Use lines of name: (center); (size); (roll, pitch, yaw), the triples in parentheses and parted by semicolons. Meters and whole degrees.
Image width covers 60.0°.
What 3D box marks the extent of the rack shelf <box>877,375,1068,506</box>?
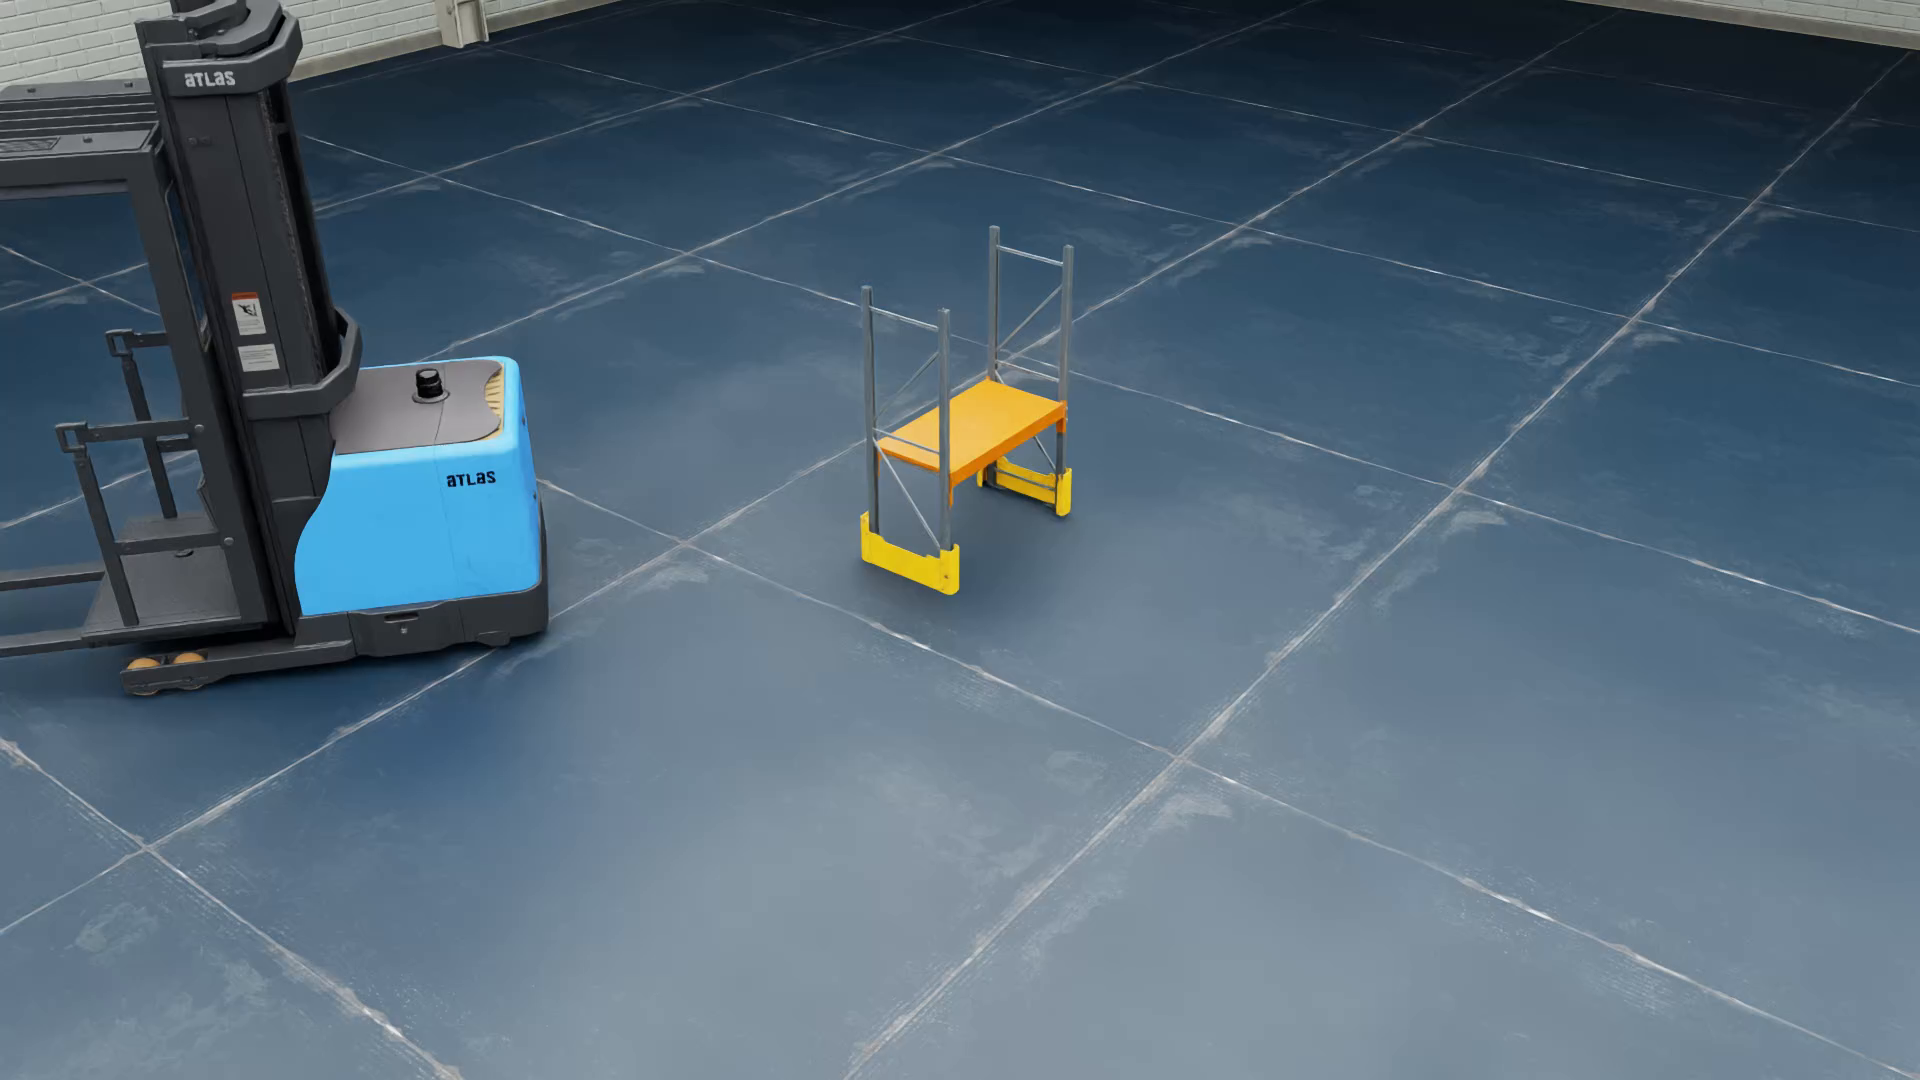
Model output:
rack shelf: (0.051, -0.525, 8.518); (0.538, 0.185, 1.000); (21, 37, 31)

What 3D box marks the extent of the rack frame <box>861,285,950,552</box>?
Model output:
rack frame: (-0.255, -0.473, 8.077); (0.500, 1.500, 0.032); (21, 37, 31)

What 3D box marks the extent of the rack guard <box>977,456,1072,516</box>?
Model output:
rack guard: (0.347, -0.341, 9.080); (0.587, 0.250, 0.087); (21, 37, 31)

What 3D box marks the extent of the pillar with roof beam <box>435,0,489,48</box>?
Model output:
pillar with roof beam: (-1.823, -7.836, 13.146); (9.100, 9.000, 0.400); (21, 37, 31)

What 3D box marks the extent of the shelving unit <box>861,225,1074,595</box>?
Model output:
shelving unit: (0.046, -0.676, 8.420); (0.587, 1.500, 1.083); (21, 37, 31)

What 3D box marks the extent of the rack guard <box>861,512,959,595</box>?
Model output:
rack guard: (-0.255, 0.064, 8.397); (0.587, 0.250, 0.087); (21, 37, 31)

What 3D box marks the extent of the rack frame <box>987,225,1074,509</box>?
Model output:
rack frame: (0.358, -0.887, 8.775); (0.500, 1.500, 0.032); (21, 37, 31)

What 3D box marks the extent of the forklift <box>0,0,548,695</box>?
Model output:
forklift: (-3.540, -0.851, 7.311); (3.031, 2.935, 1.130); (-7, 31, -11)
